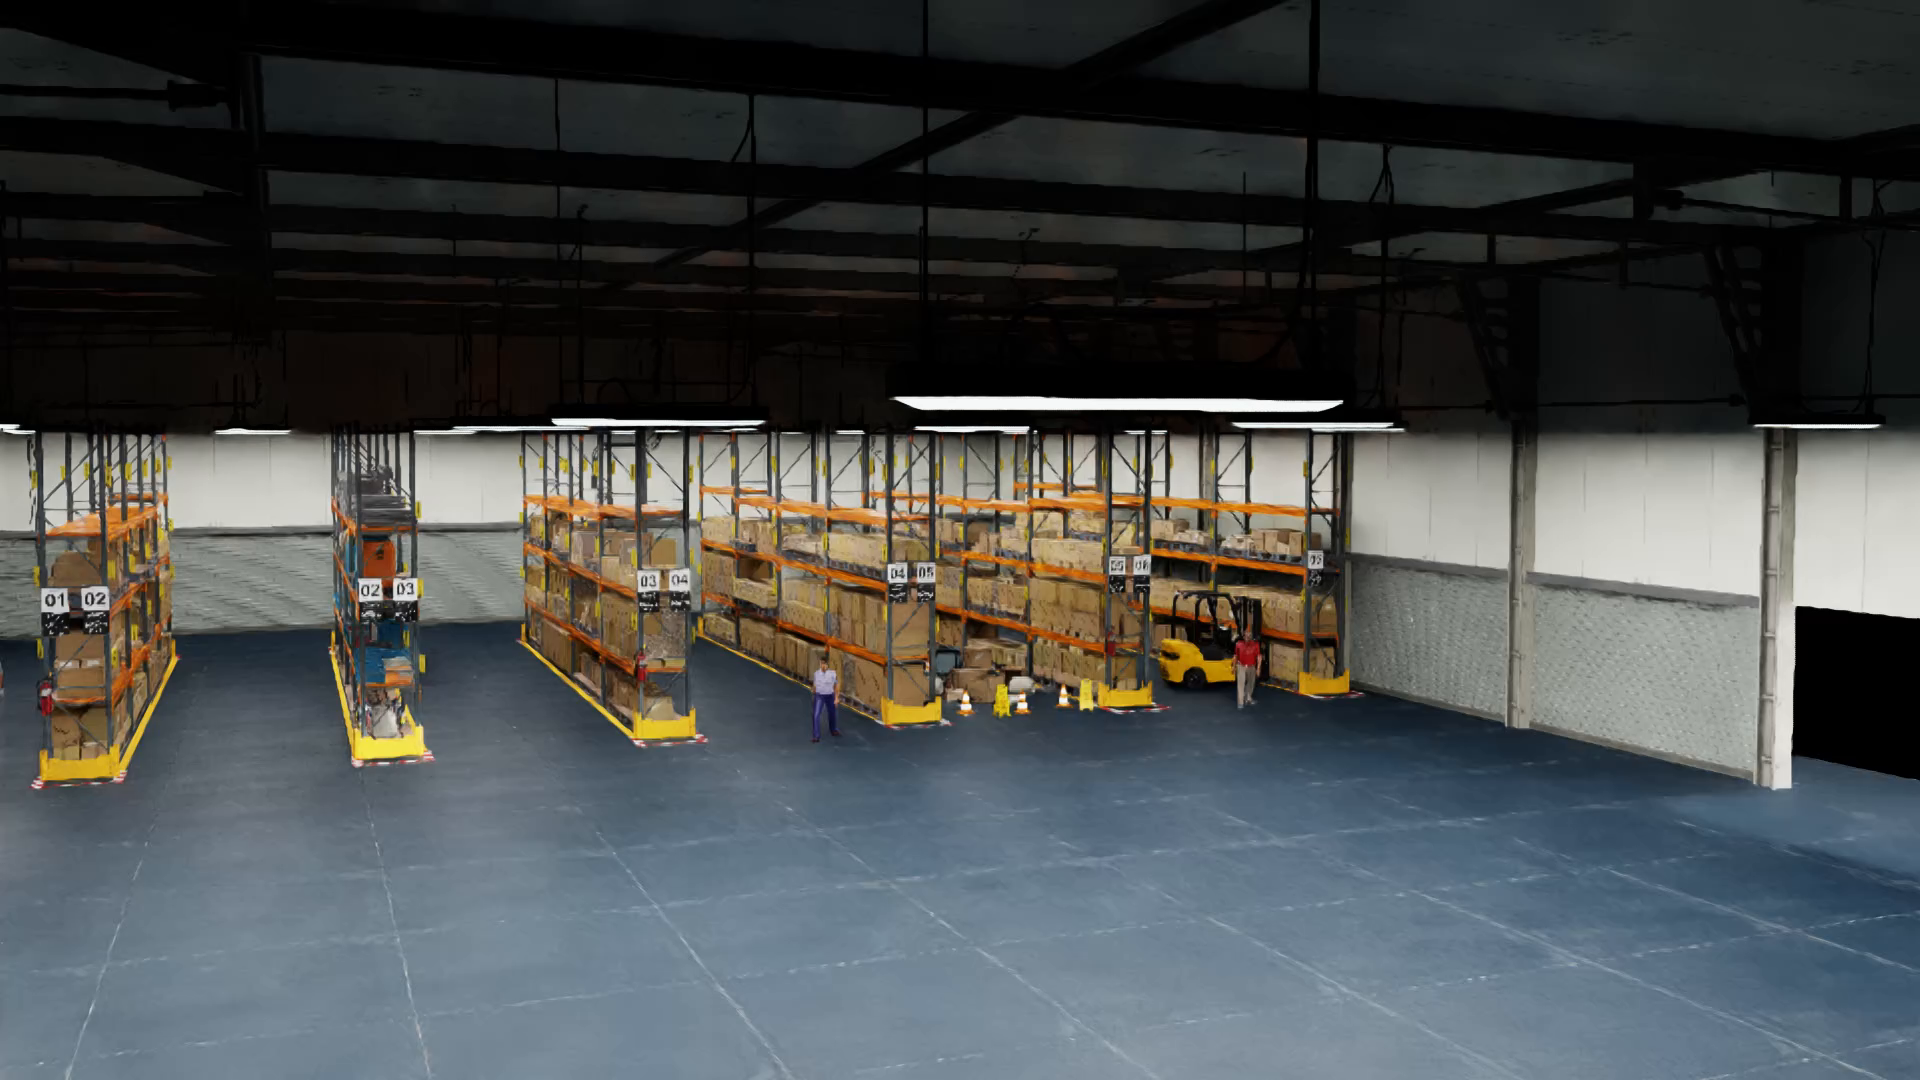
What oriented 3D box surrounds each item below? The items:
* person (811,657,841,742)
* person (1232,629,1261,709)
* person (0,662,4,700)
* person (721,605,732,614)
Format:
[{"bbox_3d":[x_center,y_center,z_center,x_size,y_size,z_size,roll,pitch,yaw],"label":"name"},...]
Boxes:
[{"bbox_3d":[-2.529,2.972,31.314,0.530,1.585,0.946,0,4,0],"label":"person"},{"bbox_3d":[6.042,2.700,35.032,0.584,1.671,0.979,0,4,0],"label":"person"},{"bbox_3d":[-18.592,2.871,31.780,0.579,1.732,1.042,-2,4,-23],"label":"person"},{"bbox_3d":[-7.207,1.650,51.939,0.502,1.661,0.657,2,4,27],"label":"person"}]
